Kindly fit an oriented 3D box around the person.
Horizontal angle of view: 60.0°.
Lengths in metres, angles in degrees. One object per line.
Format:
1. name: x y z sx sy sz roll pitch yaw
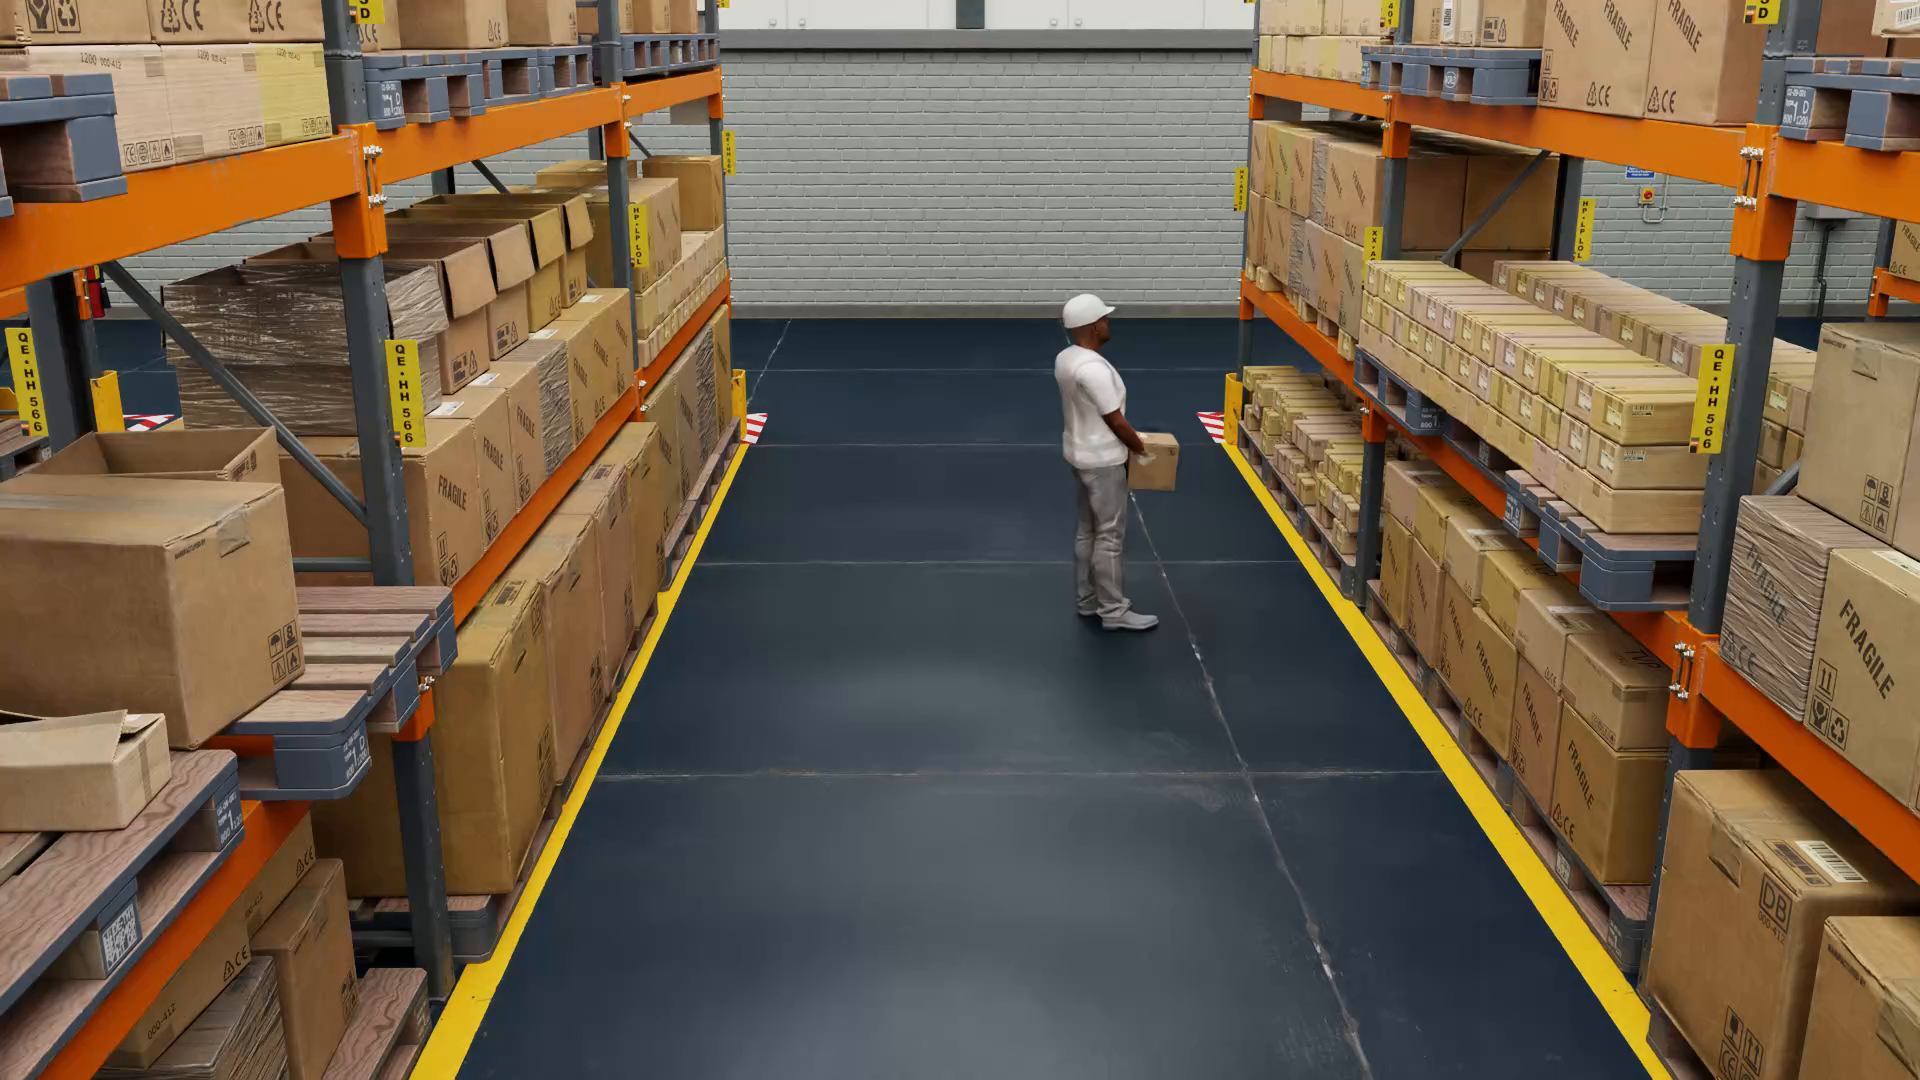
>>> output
1. person: 0.783 -0.428 8.884 0.523 1.772 0.574 -4 17 -12
